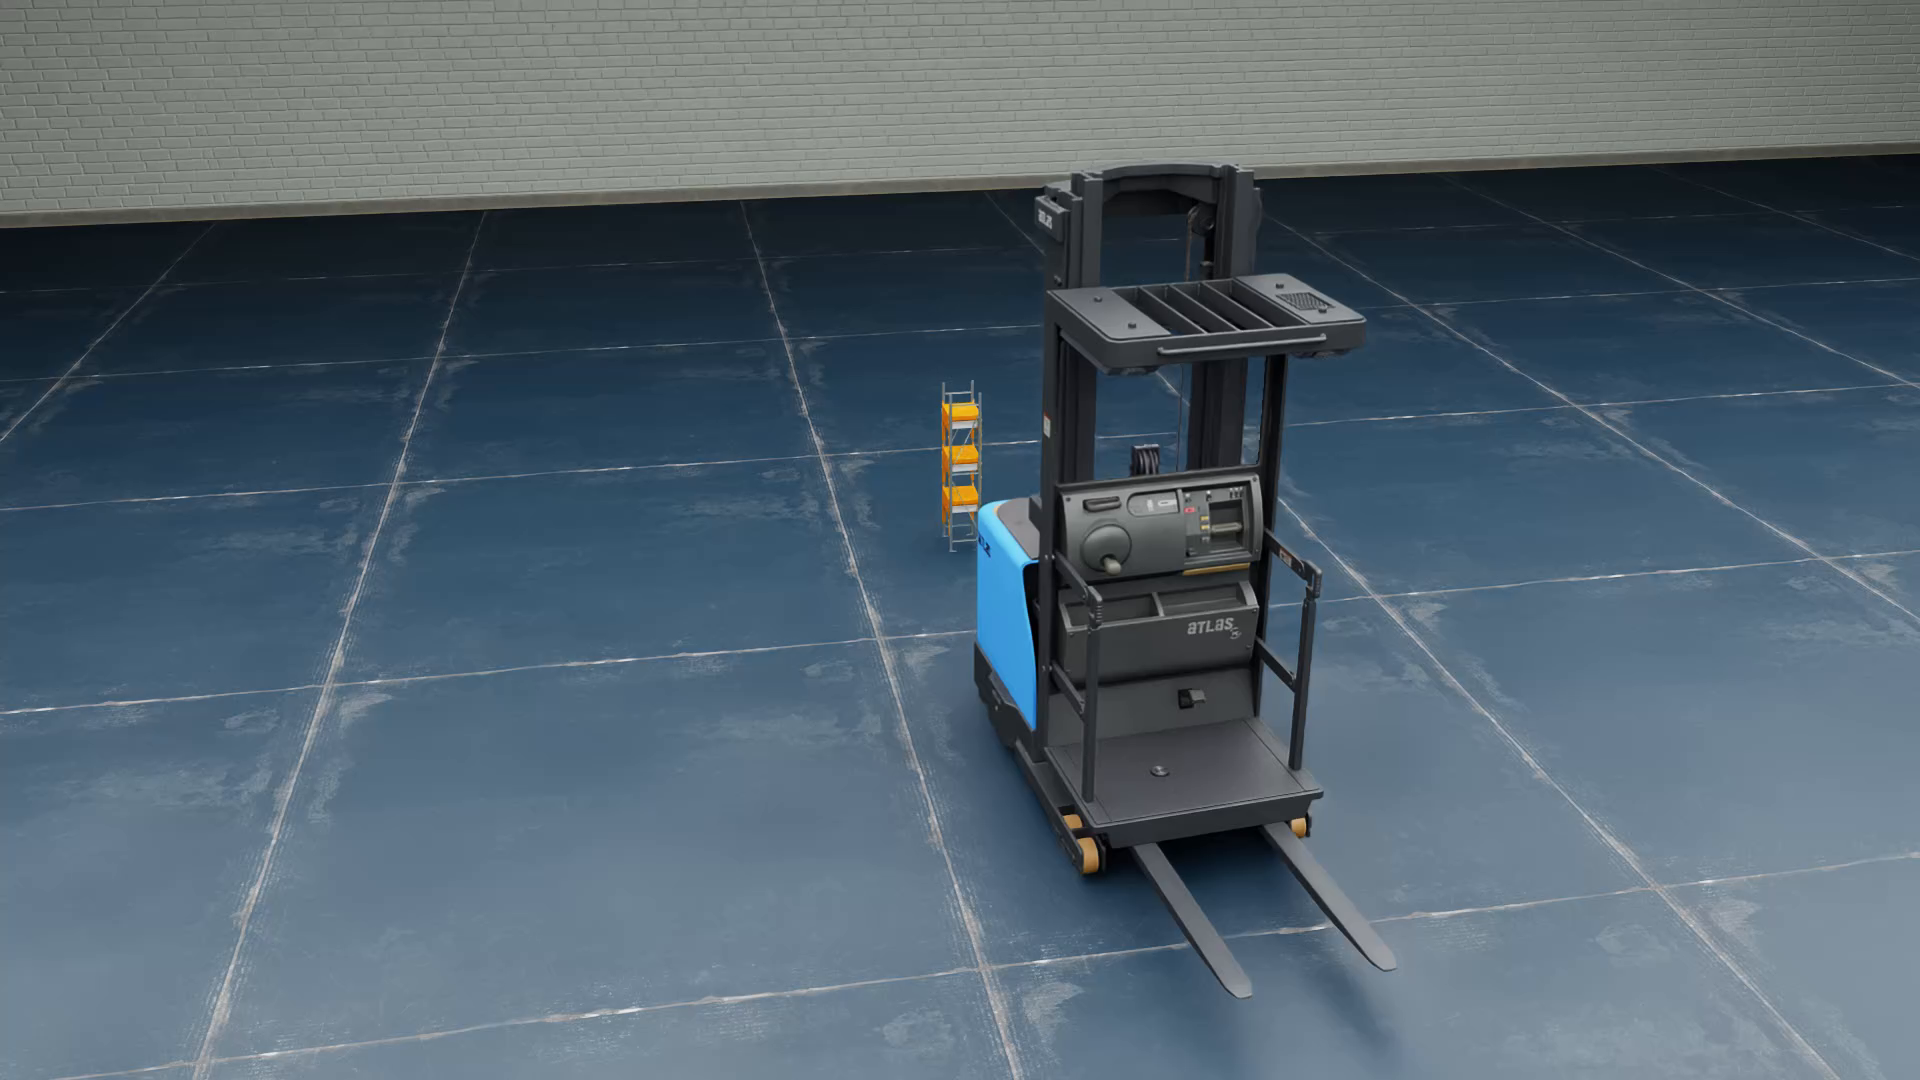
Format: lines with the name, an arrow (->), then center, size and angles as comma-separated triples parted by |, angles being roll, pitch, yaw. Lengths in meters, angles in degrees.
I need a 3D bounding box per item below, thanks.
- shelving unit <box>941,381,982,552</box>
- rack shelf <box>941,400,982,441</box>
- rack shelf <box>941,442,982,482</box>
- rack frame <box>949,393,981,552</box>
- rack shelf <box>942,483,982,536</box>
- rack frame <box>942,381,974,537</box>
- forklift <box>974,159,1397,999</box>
shelving unit -> 0.010, -0.460, 10.492 | 0.215, 1.050, 0.252 | -4, 24, -10
rack shelf -> 0.010, -0.710, 10.382 | 0.215, 0.259, 0.240 | -4, 24, -10
rack shelf -> 0.010, -0.450, 10.496 | 0.215, 0.259, 0.240 | -4, 24, -10
rack frame -> 0.032, -0.412, 10.382 | 0.200, 1.050, 0.008 | -4, 24, -10
rack shelf -> 0.010, -0.196, 10.607 | 0.215, 0.259, 0.240 | -4, 24, -10
rack frame -> -0.013, -0.508, 10.602 | 0.200, 1.050, 0.008 | -4, 24, -10
forklift -> 0.961, -0.036, 7.169 | 1.130, 2.935, 3.031 | -6, 24, -14
